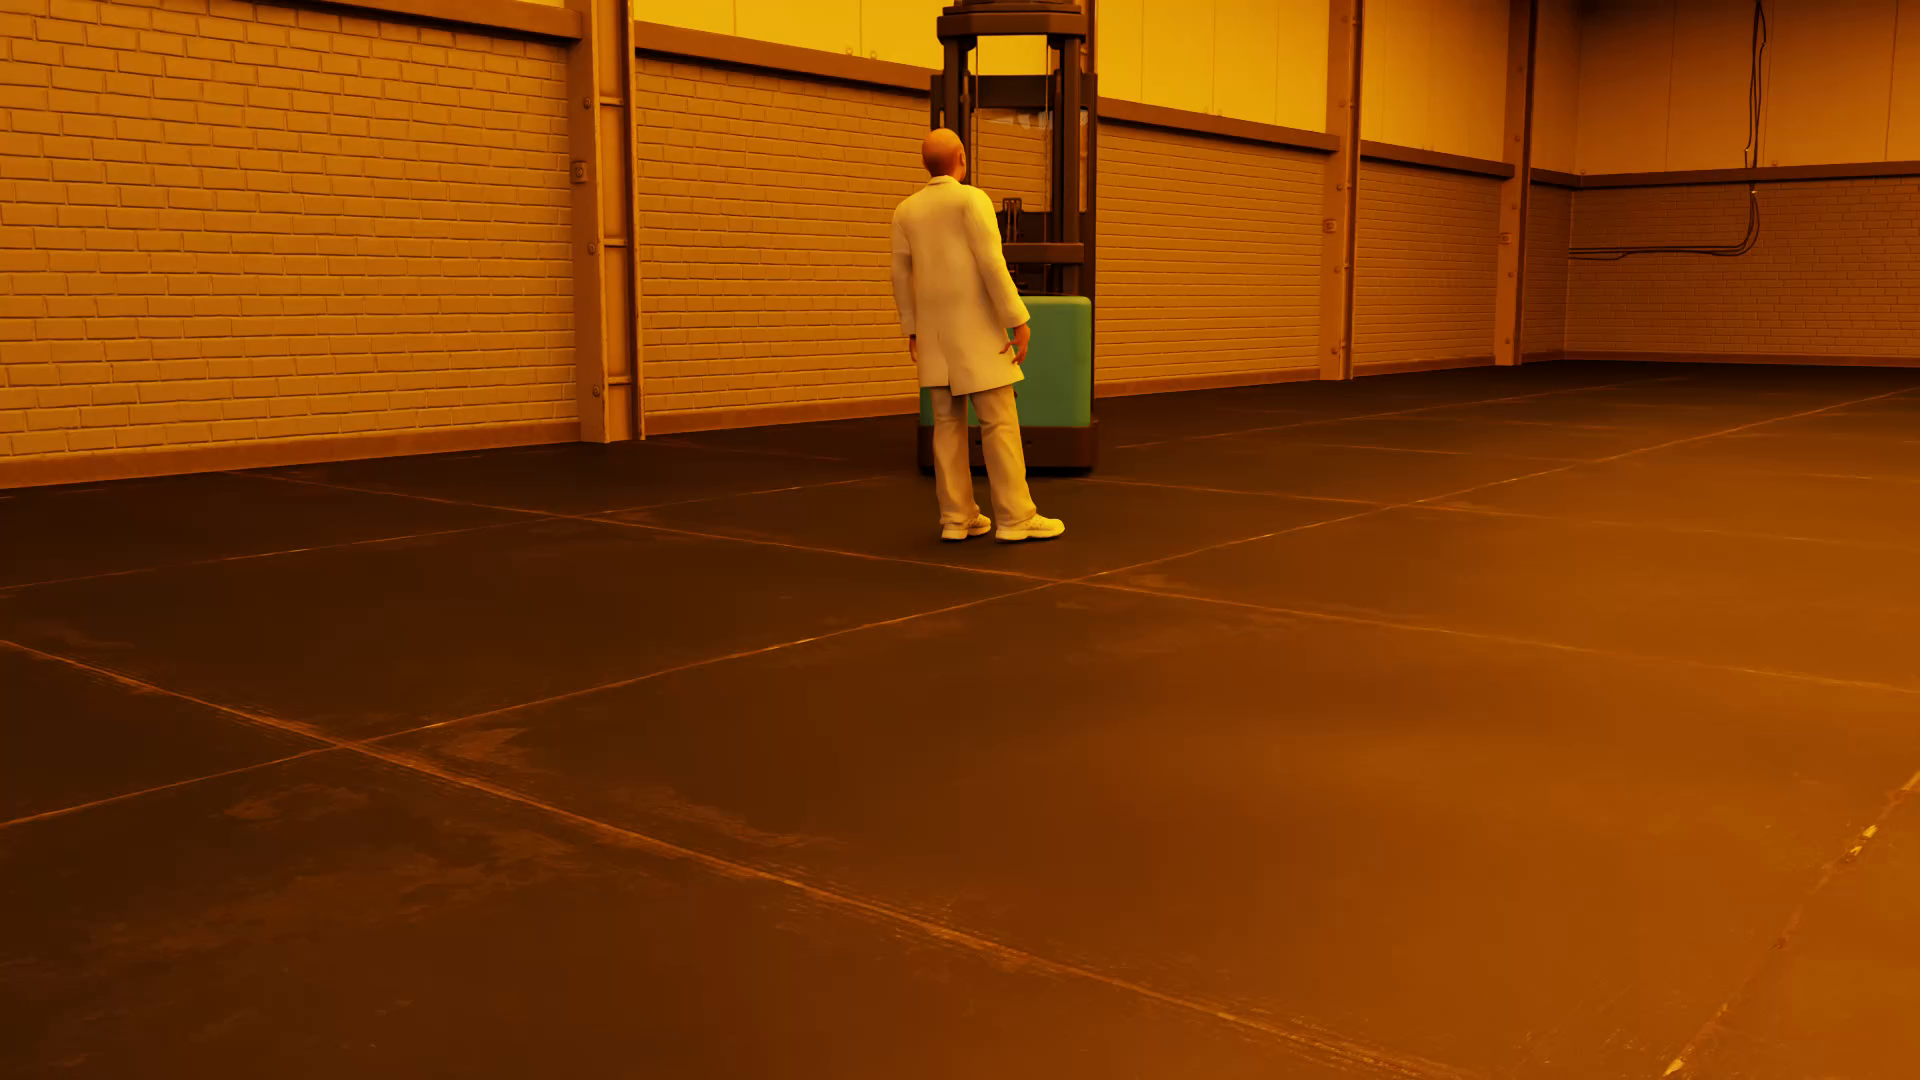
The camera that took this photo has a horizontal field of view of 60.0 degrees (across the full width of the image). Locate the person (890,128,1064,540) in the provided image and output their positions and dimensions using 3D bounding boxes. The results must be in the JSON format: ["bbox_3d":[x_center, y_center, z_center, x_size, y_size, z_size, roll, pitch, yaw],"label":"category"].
[{"bbox_3d":[0.060,-0.897,7.343,0.698,1.777,0.578,7,11,38],"label":"person"}]

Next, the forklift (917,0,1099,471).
[{"bbox_3d":[0.369,-2.032,11.171,1.130,2.935,3.031,1,8,4],"label":"forklift"}]
